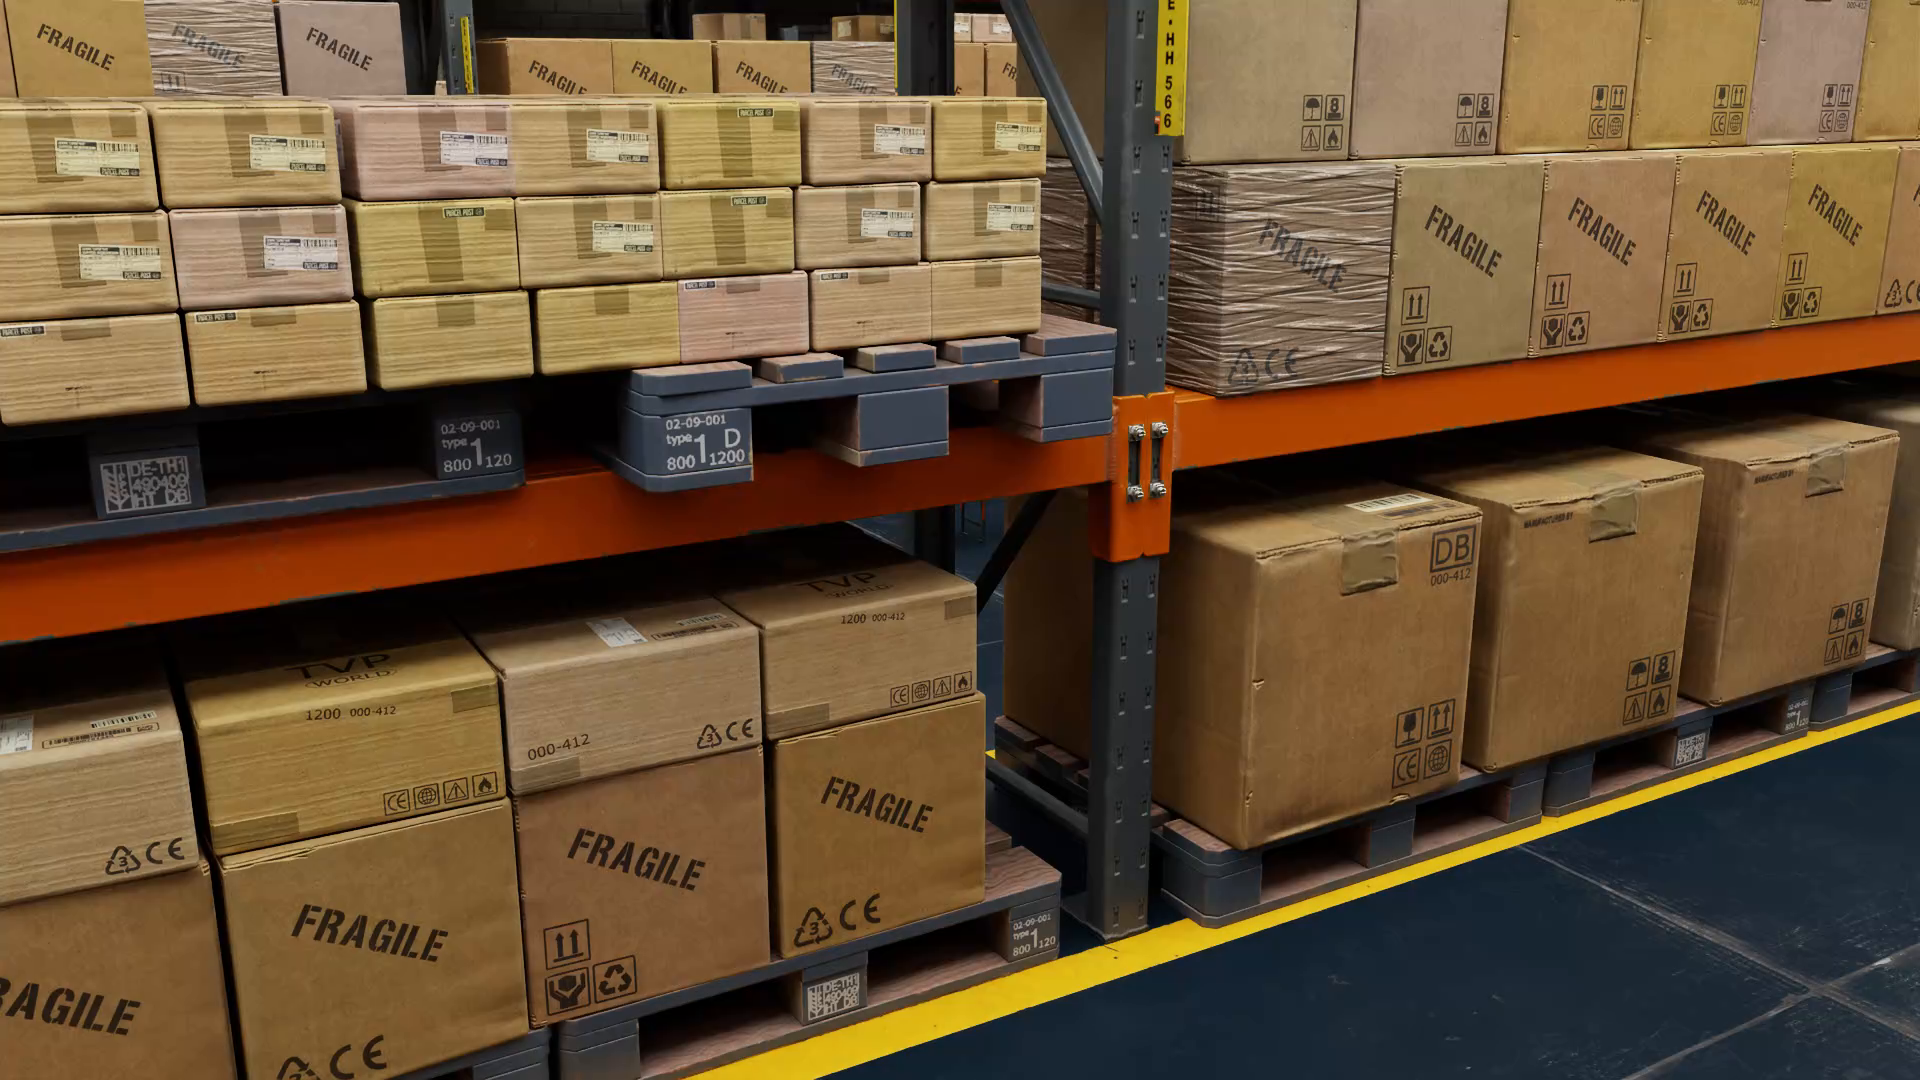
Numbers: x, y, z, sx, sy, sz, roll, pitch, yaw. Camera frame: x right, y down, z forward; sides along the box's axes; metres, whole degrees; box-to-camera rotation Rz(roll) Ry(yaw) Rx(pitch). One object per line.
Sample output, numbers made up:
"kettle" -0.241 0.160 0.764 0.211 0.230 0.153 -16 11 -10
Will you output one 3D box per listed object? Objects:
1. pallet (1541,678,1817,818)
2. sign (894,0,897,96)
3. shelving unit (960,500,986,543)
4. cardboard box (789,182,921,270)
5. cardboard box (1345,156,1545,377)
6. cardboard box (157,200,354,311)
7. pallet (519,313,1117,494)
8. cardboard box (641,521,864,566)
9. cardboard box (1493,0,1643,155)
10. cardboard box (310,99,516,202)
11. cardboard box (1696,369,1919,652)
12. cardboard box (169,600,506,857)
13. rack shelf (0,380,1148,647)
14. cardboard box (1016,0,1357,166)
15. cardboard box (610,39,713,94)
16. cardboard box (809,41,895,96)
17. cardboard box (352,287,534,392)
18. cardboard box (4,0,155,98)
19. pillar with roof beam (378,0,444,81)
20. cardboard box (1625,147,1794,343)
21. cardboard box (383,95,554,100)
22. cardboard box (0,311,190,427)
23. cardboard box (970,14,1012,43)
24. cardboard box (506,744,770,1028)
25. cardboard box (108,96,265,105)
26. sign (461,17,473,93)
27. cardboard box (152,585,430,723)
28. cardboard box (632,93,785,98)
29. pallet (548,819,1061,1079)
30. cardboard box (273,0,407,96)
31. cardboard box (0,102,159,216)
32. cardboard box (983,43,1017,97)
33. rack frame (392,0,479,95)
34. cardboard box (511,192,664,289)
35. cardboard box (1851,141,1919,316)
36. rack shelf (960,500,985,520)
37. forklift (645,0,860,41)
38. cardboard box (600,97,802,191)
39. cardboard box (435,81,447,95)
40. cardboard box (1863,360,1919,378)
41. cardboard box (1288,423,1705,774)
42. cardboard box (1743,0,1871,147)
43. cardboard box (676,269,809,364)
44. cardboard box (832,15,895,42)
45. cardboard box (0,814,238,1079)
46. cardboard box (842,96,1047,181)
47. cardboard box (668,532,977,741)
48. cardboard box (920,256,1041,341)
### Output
"pallet" 1.905 0.479 5.310 1.213 0.211 1.003 -9 18 -30
"sign" -0.143 -1.289 4.304 0.005 0.325 0.100 -9 18 -30
"shelving unit" -0.046 -0.498 7.242 0.252 1.050 0.215 -9 18 -30
"cardboard box" -0.271 -0.616 3.187 0.250 0.149 0.380 -8 18 -28
"cardboard box" 1.104 -0.723 4.245 0.500 0.500 0.500 -9 18 -30
"cardboard box" -1.148 -0.474 2.679 0.250 0.149 0.380 -9 18 -28
"pallet" -0.411 -0.387 3.589 1.003 0.211 1.213 -9 18 -30
"cardboard box" -0.570 0.077 4.042 0.500 0.250 0.500 -10 19 -32
"cardboard box" 1.407 -1.335 4.578 0.500 0.500 0.700 -10 18 -31
"cardboard box" -0.916 -0.656 2.777 0.250 0.149 0.380 -9 18 -30
"cardboard box" 3.088 -0.171 5.853 0.750 0.750 1.050 -9 18 -30
"cardboard box" -1.177 0.333 3.130 0.500 0.250 0.500 -9 18 -28
"rack shelf" -1.569 0.021 3.109 4.000 0.370 1.077 -9 18 -30
"cardboard box" 0.535 -1.193 4.070 0.500 0.500 0.700 -9 18 -30
"cardboard box" -1.543 -2.211 8.226 0.500 0.500 0.500 -8 18 -27
"cardboard box" -0.658 -2.354 8.736 0.500 0.500 0.500 -10 19 -32
"cardboard box" -0.920 -0.368 2.852 0.250 0.149 0.380 -10 19 -32
"cardboard box" -3.664 -1.991 6.917 0.500 0.500 0.500 -9 18 -30
"pillar with roof beam" -2.180 -5.165 9.162 0.400 9.000 9.100 -9 18 -30
"cardboard box" 1.964 -0.861 4.740 0.500 0.500 0.500 -9 18 -30
"cardboard box" -1.019 -0.844 3.447 0.250 0.149 0.380 -10 19 -32
"cardboard box" -1.375 -0.294 2.588 0.250 0.149 0.380 -10 19 -32
"cardboard box" 0.075 -2.781 9.057 0.250 0.149 0.380 -10 18 -31
"cardboard box" -0.731 0.622 3.488 0.500 0.500 0.500 -8 18 -27
"cardboard box" -1.476 -0.768 3.179 0.250 0.149 0.380 -9 18 -28
"sign" -2.202 -2.164 7.427 0.005 0.325 0.100 -9 18 -30
"cardboard box" -1.436 0.213 3.555 0.500 0.250 0.500 -9 18 -29
"cardboard box" -0.579 -0.913 3.696 0.250 0.149 0.380 -10 18 -31
"pallet" -0.525 0.848 3.994 1.213 0.211 1.003 -9 18 -30
"cardboard box" -2.799 -2.132 7.419 0.500 0.500 0.500 -10 18 -31
"cardboard box" -1.372 -0.581 2.512 0.250 0.149 0.380 -9 18 -28
"cardboard box" 0.236 -2.497 9.247 0.500 0.500 0.500 -9 18 -29
"rack frame" -2.490 -1.734 8.040 0.127 3.000 1.000 -9 18 -30
"cardboard box" -0.710 -0.544 2.930 0.250 0.149 0.380 -9 18 -30
"cardboard box" 2.831 -1.003 5.244 0.500 0.500 0.500 -9 18 -30
"rack shelf" -0.046 -0.220 7.319 0.240 0.259 0.215 -9 18 -30
"forklift" -1.330 -2.699 11.609 3.031 2.935 1.130 -9 18 -30
"cardboard box" -0.480 -0.726 3.027 0.250 0.149 0.380 -9 18 -28
"cardboard box" -3.972 -3.337 12.371 0.250 0.149 0.380 -9 18 -29
"cardboard box" 4.149 -0.410 6.472 0.875 0.875 0.875 -9 18 -29
"cardboard box" 1.461 0.092 4.915 0.750 0.750 1.050 -9 18 -29
"cardboard box" 2.278 -1.476 5.081 0.500 0.500 0.700 -9 18 -29
"cardboard box" -0.475 -0.440 3.108 0.250 0.149 0.380 -9 18 -29
"cardboard box" -0.525 -2.838 9.260 0.250 0.149 0.380 -8 18 -27
"cardboard box" -1.619 0.763 2.983 0.500 0.500 0.500 -9 18 -29
"cardboard box" -0.039 -0.797 3.280 0.250 0.149 0.380 -10 19 -32
"cardboard box" -0.306 0.193 3.628 0.500 0.250 0.500 -10 18 -31
"cardboard box" -0.041 -0.509 3.357 0.250 0.149 0.380 -9 18 -29
